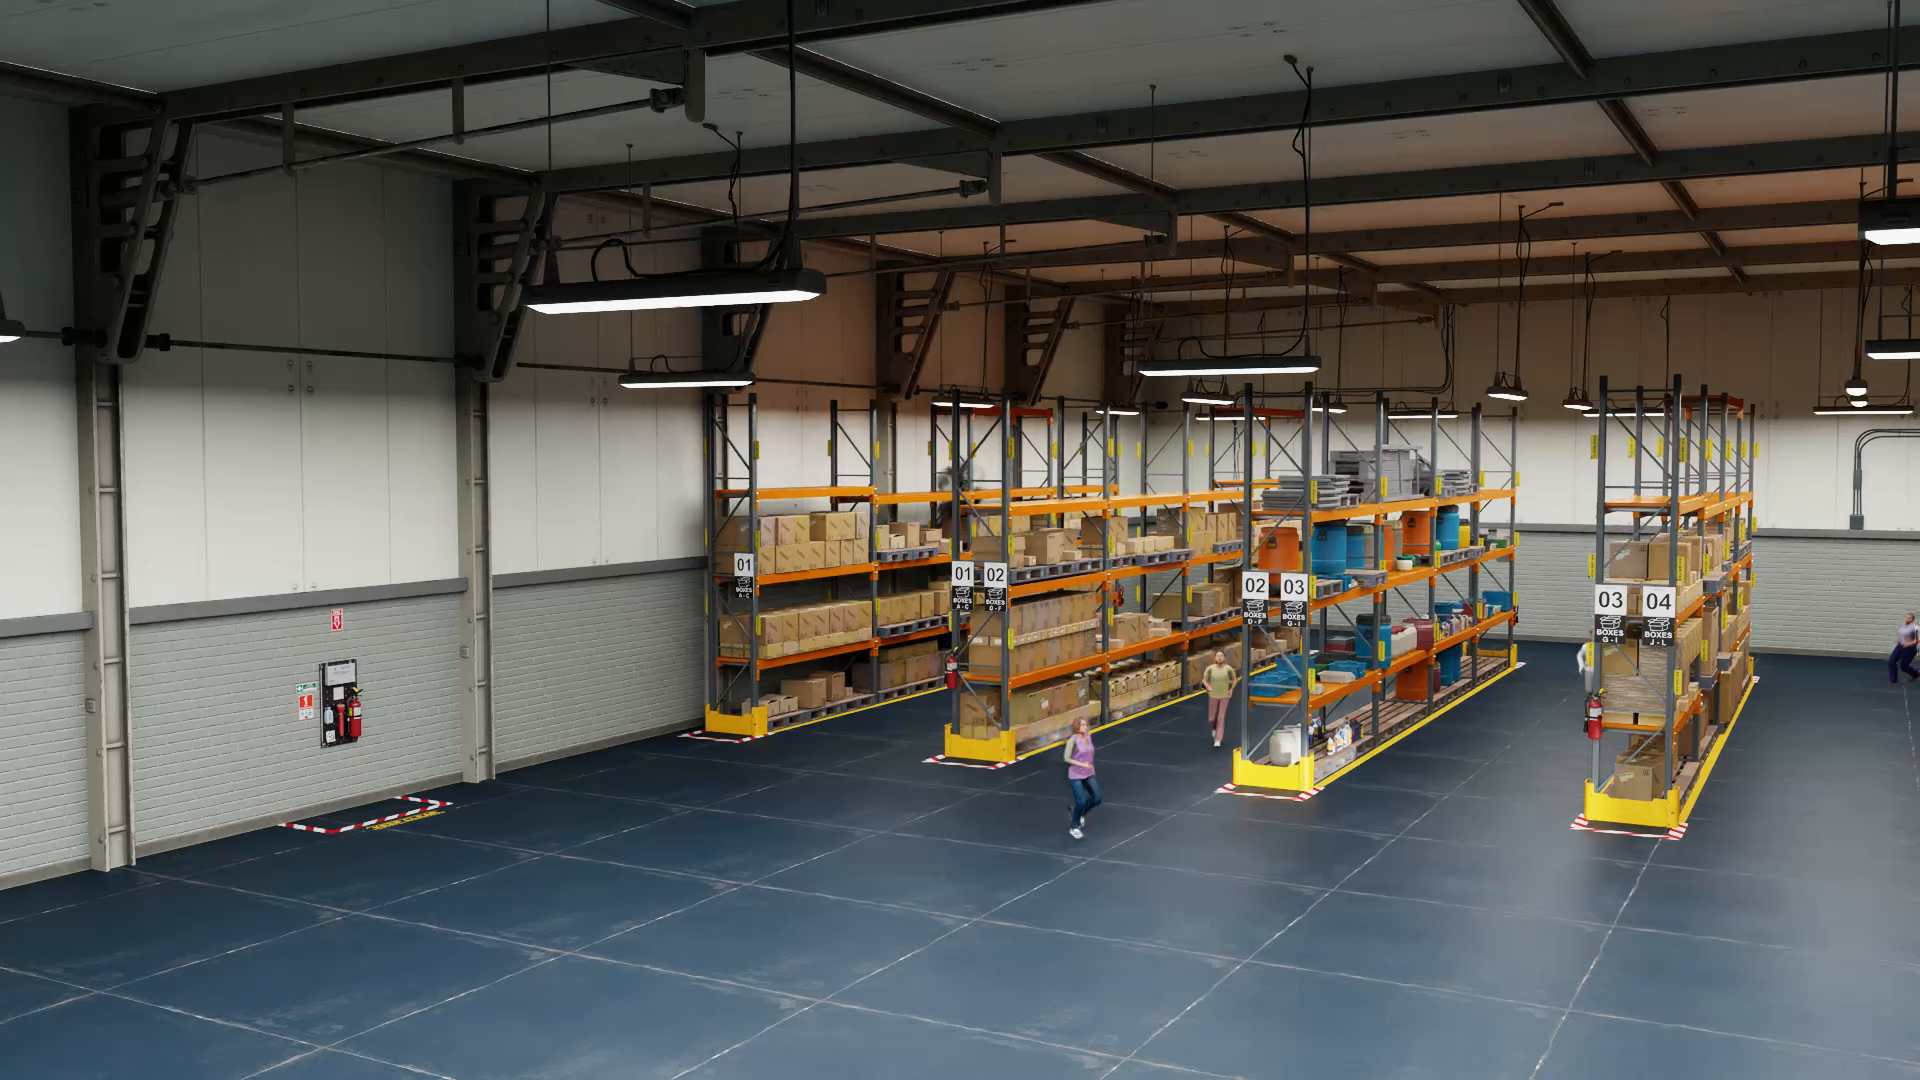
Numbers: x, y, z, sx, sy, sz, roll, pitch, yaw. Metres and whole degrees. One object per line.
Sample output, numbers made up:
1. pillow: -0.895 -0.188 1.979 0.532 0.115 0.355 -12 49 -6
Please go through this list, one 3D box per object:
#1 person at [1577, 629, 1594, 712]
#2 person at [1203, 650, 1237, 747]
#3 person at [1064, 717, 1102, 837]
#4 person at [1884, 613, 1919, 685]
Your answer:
1. person: 11.891 2.482 31.180 0.599 1.657 0.562 1 3 20
2. person: 4.402 2.668 28.186 0.580 1.613 0.626 1 3 11
3. person: 1.595 3.068 21.412 0.590 1.551 0.520 -2 4 -38
4. person: 20.153 2.338 35.304 0.690 1.608 0.714 -1 3 -10
